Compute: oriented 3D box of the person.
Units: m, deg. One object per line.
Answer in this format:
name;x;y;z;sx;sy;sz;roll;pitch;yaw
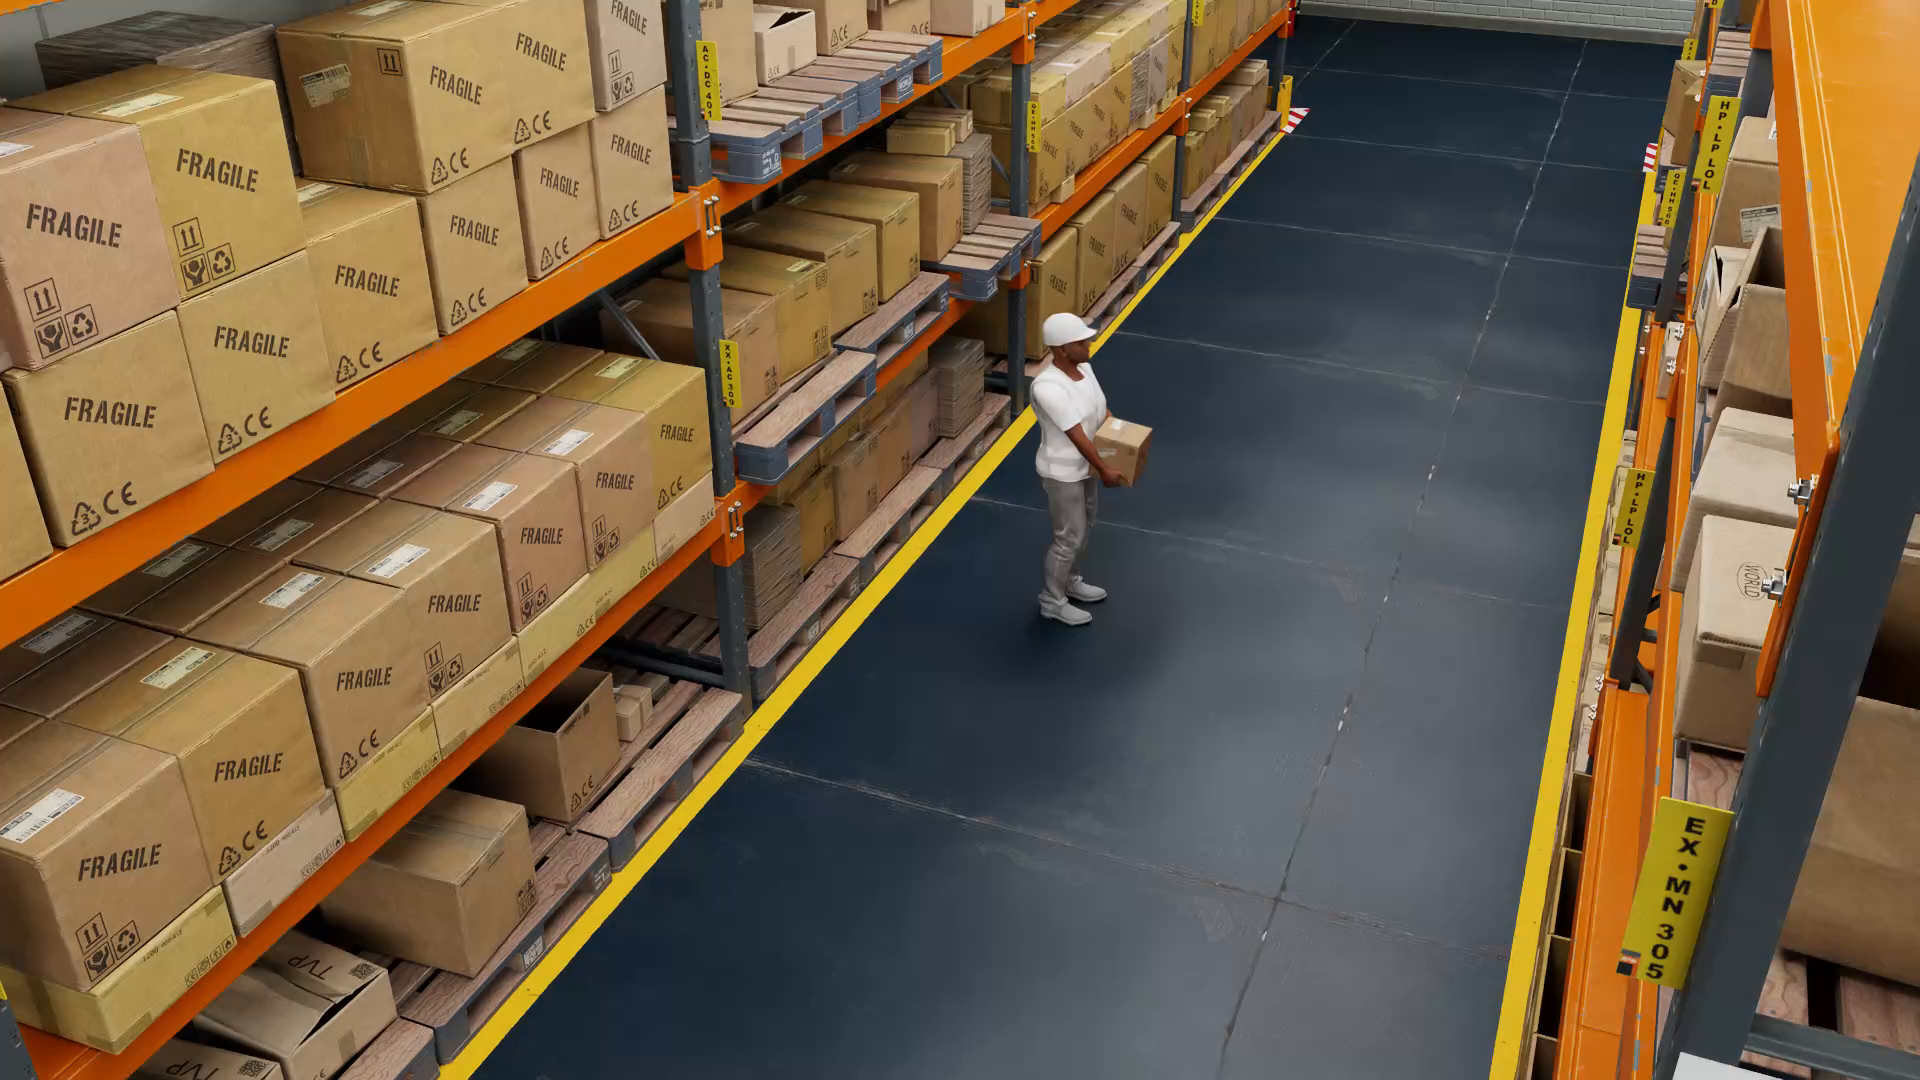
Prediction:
person;0.691;-0.381;9.055;0.577;1.761;0.503;12;31;20
